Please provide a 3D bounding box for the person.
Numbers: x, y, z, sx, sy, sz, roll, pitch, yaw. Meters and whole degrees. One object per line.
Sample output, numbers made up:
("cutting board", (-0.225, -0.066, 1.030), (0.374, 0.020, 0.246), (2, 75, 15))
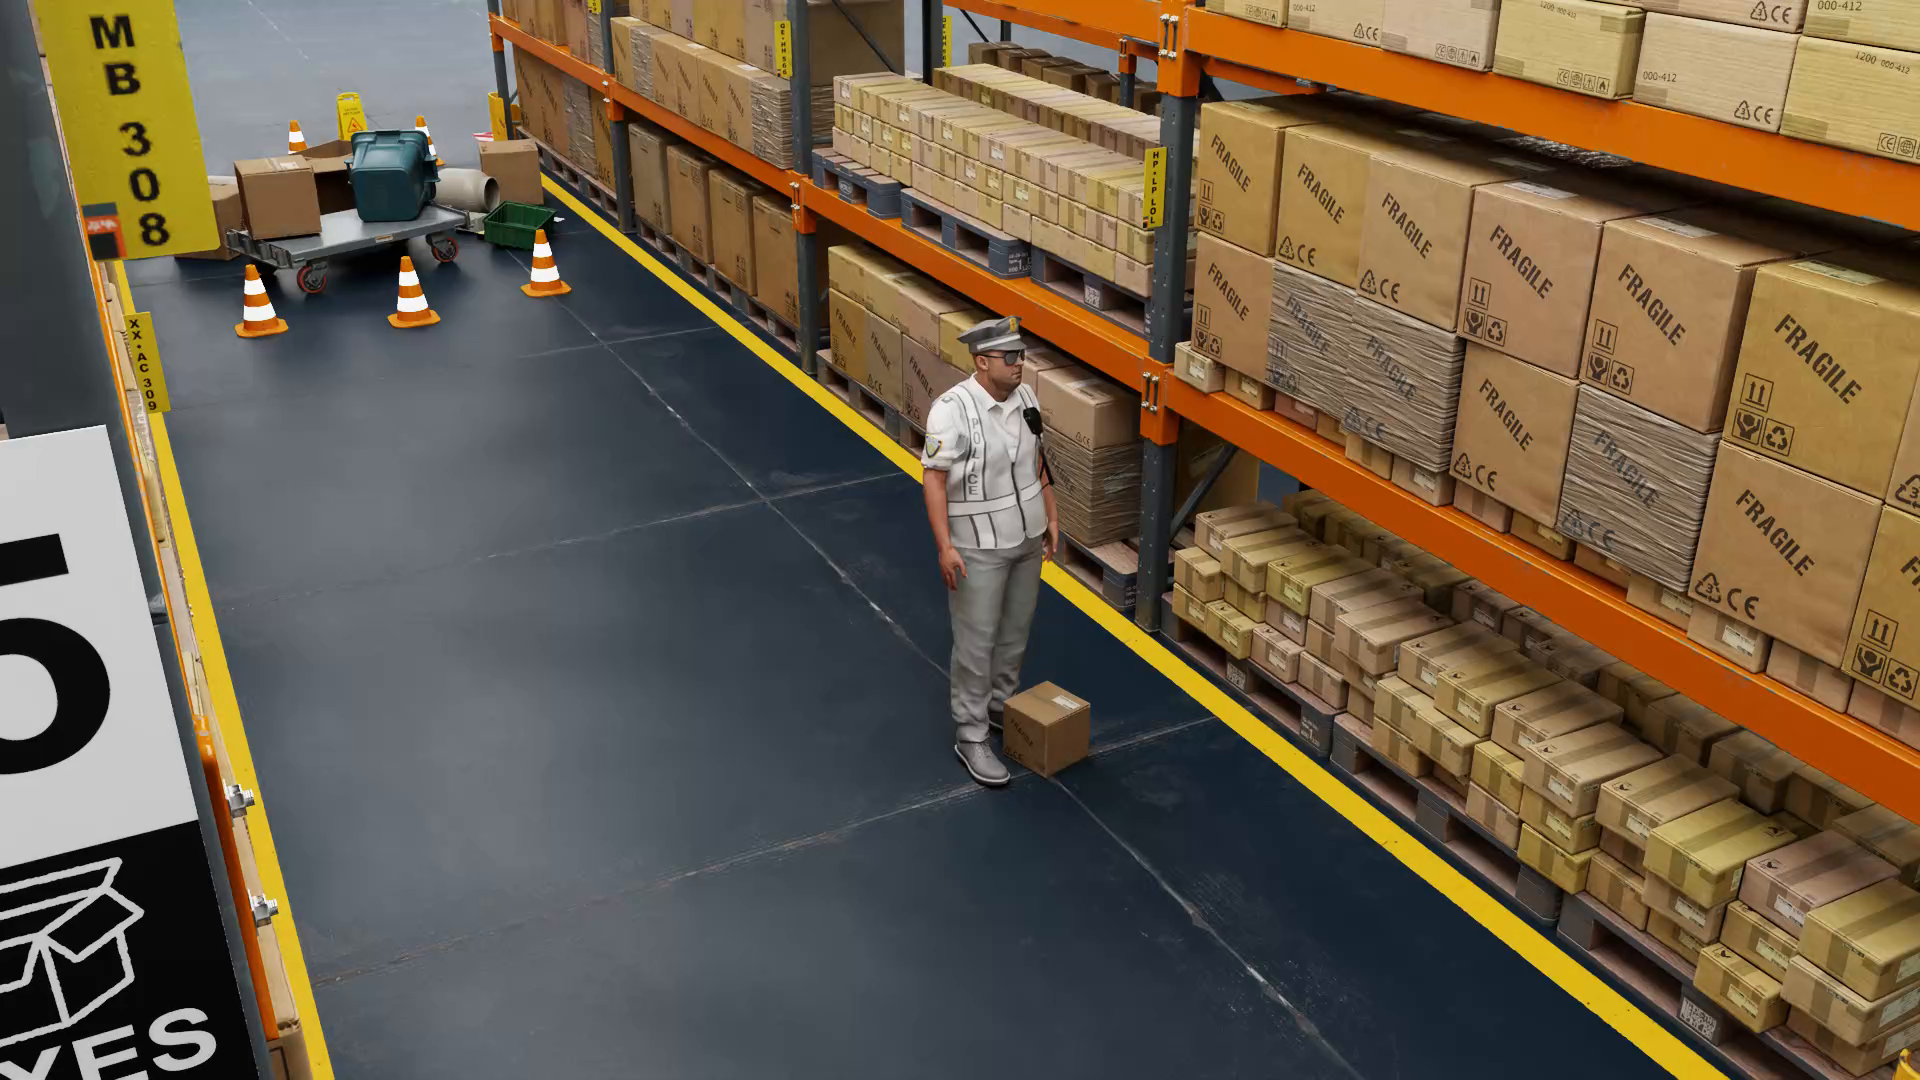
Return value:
("person", (0.185, 0.005, 6.534), (0.641, 1.781, 0.573), (-21, 32, -37))
